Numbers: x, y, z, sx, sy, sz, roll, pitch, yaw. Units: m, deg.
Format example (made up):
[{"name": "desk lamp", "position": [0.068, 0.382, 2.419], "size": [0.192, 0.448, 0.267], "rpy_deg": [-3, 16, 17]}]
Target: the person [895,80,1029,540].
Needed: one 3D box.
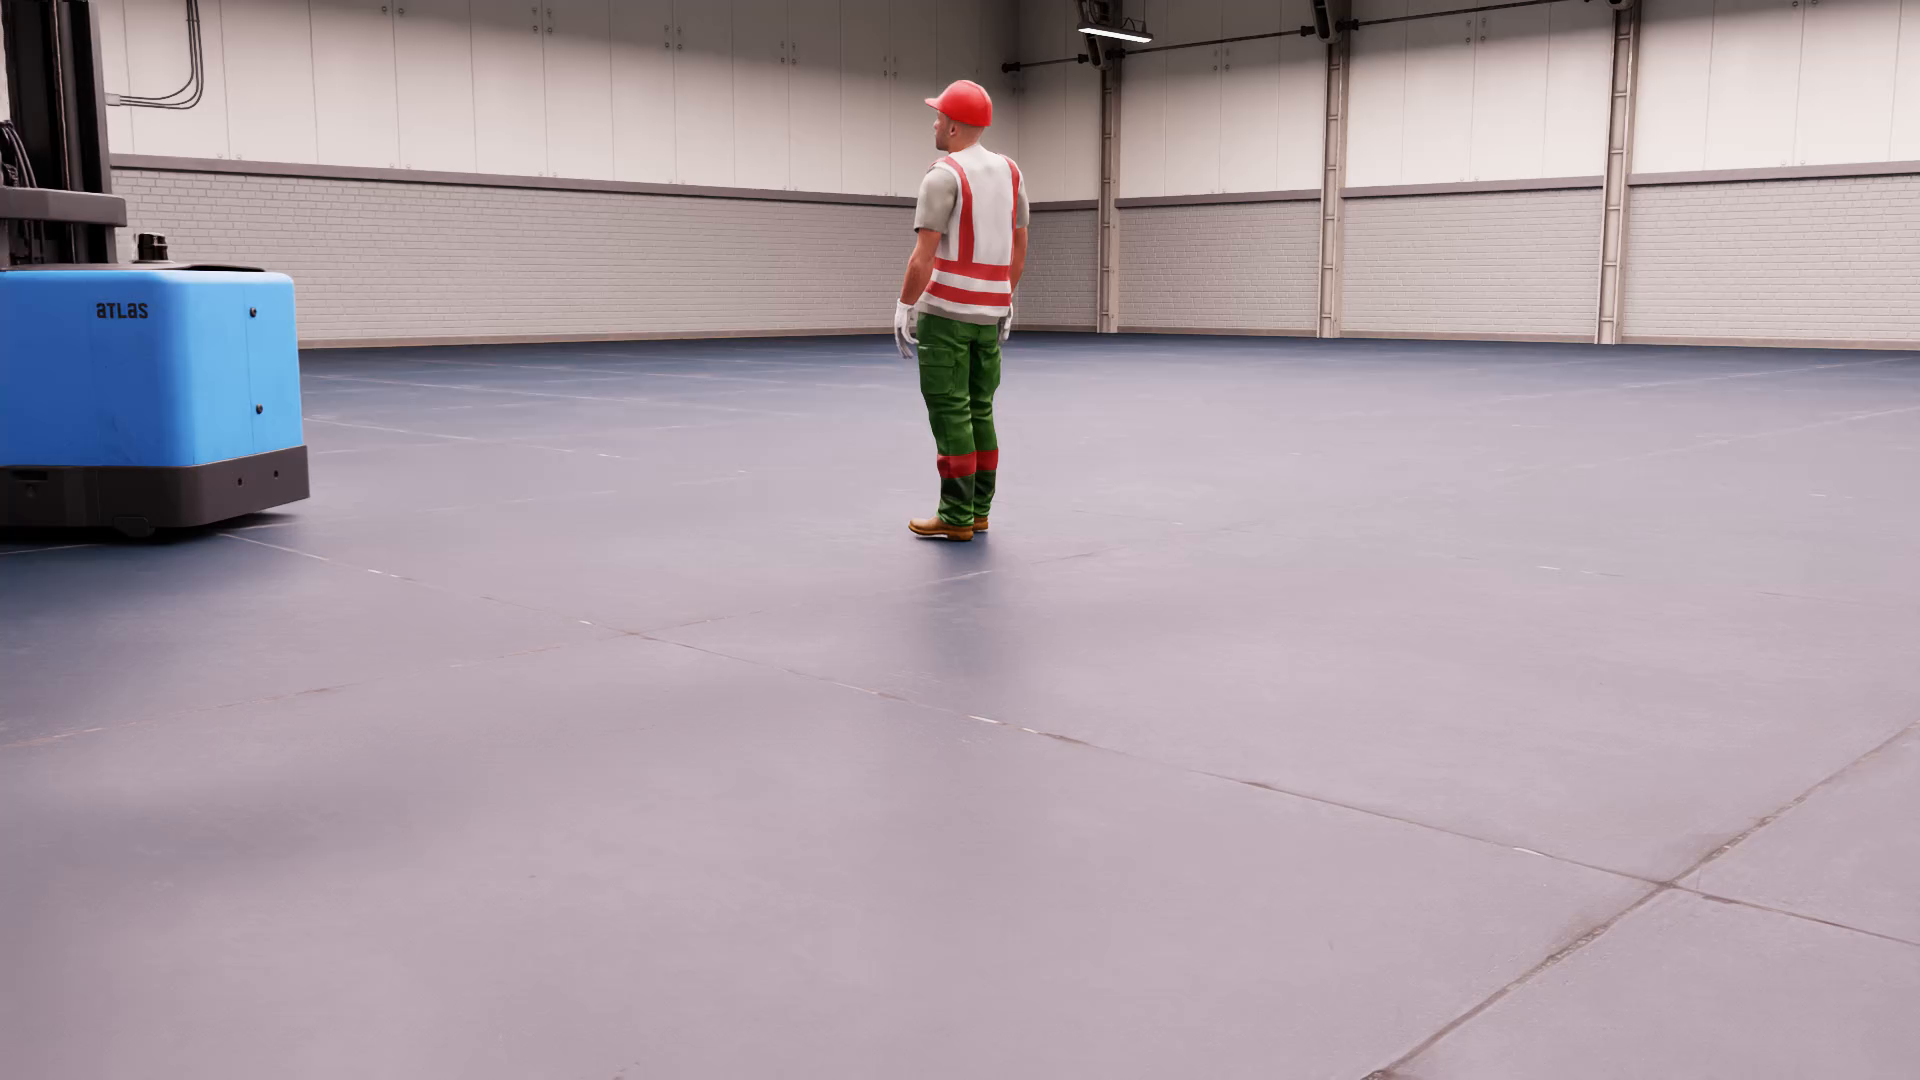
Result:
[{"name": "person", "position": [-0.051, -0.901, 6.646], "size": [0.562, 1.789, 0.638], "rpy_deg": [8, 12, 43]}]

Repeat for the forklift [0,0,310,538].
[{"name": "forklift", "position": [-4.481, -1.524, 6.997], "size": [3.031, 2.935, 1.130], "rpy_deg": [1, 9, 5]}]
